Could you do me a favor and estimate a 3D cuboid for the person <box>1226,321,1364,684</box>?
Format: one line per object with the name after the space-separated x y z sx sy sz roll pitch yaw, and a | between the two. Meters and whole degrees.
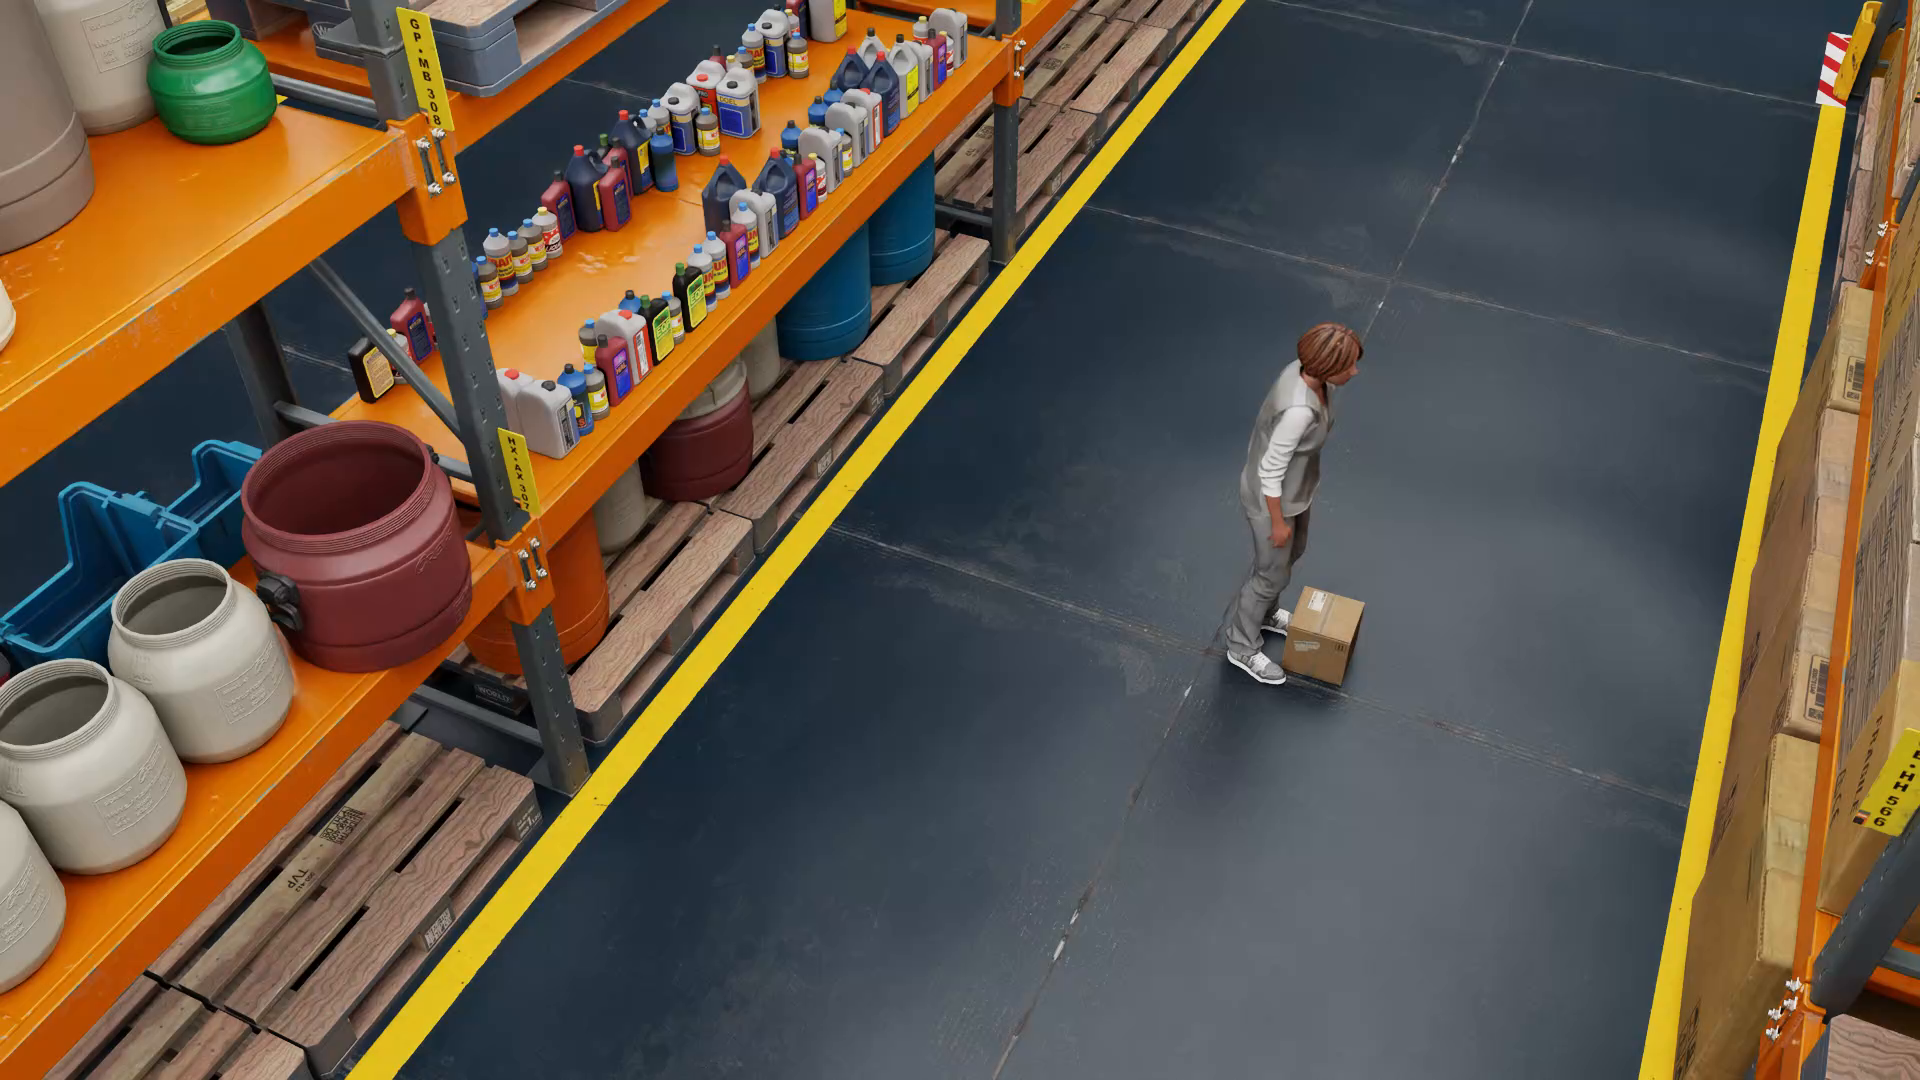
1.247 -0.169 6.352 0.345 1.593 0.464 18 45 18 | person
